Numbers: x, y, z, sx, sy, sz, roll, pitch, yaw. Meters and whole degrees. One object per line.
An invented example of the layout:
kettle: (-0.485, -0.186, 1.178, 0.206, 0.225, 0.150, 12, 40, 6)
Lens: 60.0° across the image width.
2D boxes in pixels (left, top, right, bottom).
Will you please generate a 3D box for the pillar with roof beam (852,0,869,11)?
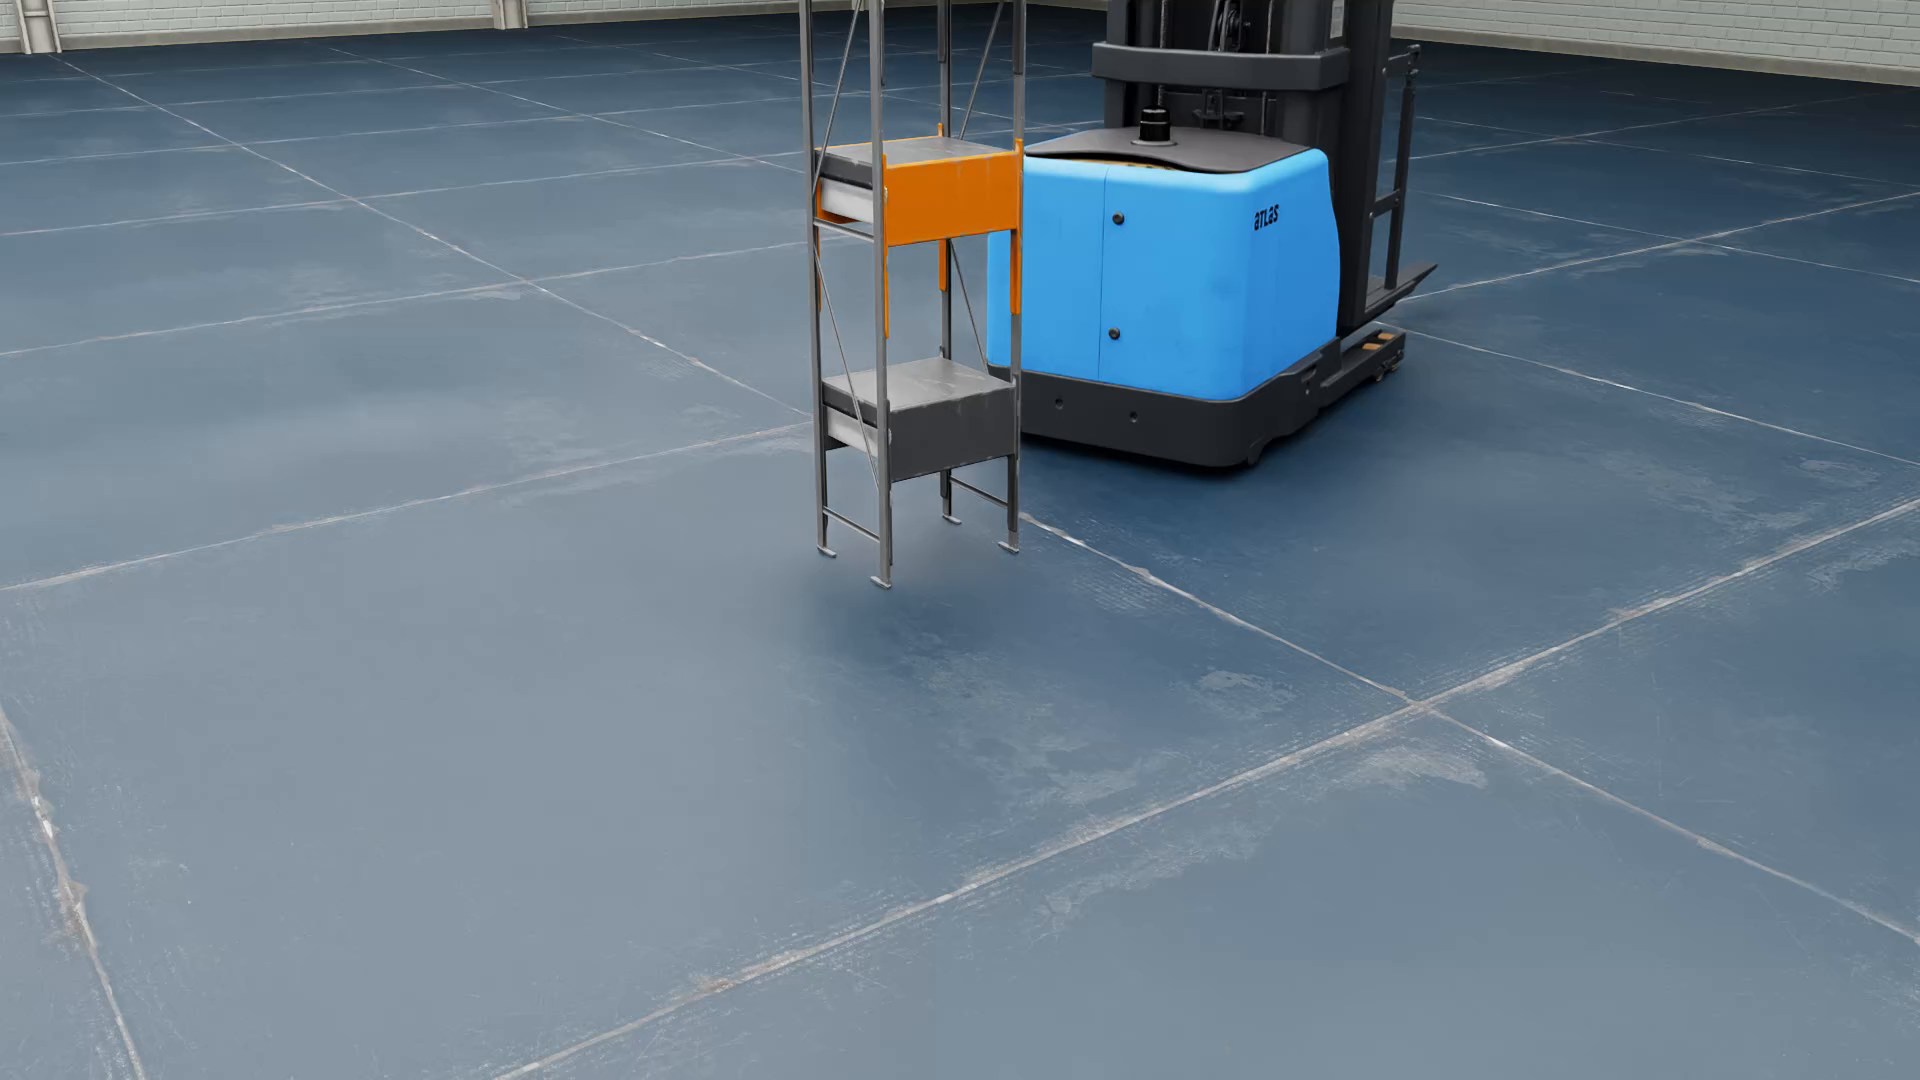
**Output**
pillar with roof beam: (0.998, -11.466, 21.990, 0.400, 9.000, 9.100, -15, 26, -33)

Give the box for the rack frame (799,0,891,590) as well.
rack frame: (-0.332, -0.887, 4.785, 0.015, 2.100, 0.400, -15, 26, -33)

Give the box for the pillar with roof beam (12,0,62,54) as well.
pillar with roof beam: (-8.743, -8.869, 15.481, 0.400, 9.000, 9.100, -15, 26, -33)

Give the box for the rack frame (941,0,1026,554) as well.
rack frame: (0.064, -0.992, 5.050, 0.015, 2.100, 0.400, -15, 26, -33)

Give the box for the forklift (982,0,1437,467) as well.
forklift: (1.284, -2.115, 6.742, 1.130, 2.935, 3.031, 13, 25, 29)

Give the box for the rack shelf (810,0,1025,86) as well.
rack shelf: (-0.134, -1.577, 4.663, 0.480, 0.518, 0.431, -15, 26, -33)

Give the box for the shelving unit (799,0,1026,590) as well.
shelving unit: (-0.134, -0.939, 4.917, 0.503, 2.100, 0.431, -15, 26, -33)

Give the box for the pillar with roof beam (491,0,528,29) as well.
pillar with roof beam: (-3.872, -10.168, 18.735, 0.400, 9.000, 9.100, -15, 26, -33)

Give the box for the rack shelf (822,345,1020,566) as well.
rack shelf: (-0.134, -0.277, 5.182, 0.480, 0.518, 0.431, -15, 26, -33)

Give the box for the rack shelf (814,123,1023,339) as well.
rack shelf: (-0.134, -0.927, 4.922, 0.480, 0.518, 0.431, -15, 26, -33)
